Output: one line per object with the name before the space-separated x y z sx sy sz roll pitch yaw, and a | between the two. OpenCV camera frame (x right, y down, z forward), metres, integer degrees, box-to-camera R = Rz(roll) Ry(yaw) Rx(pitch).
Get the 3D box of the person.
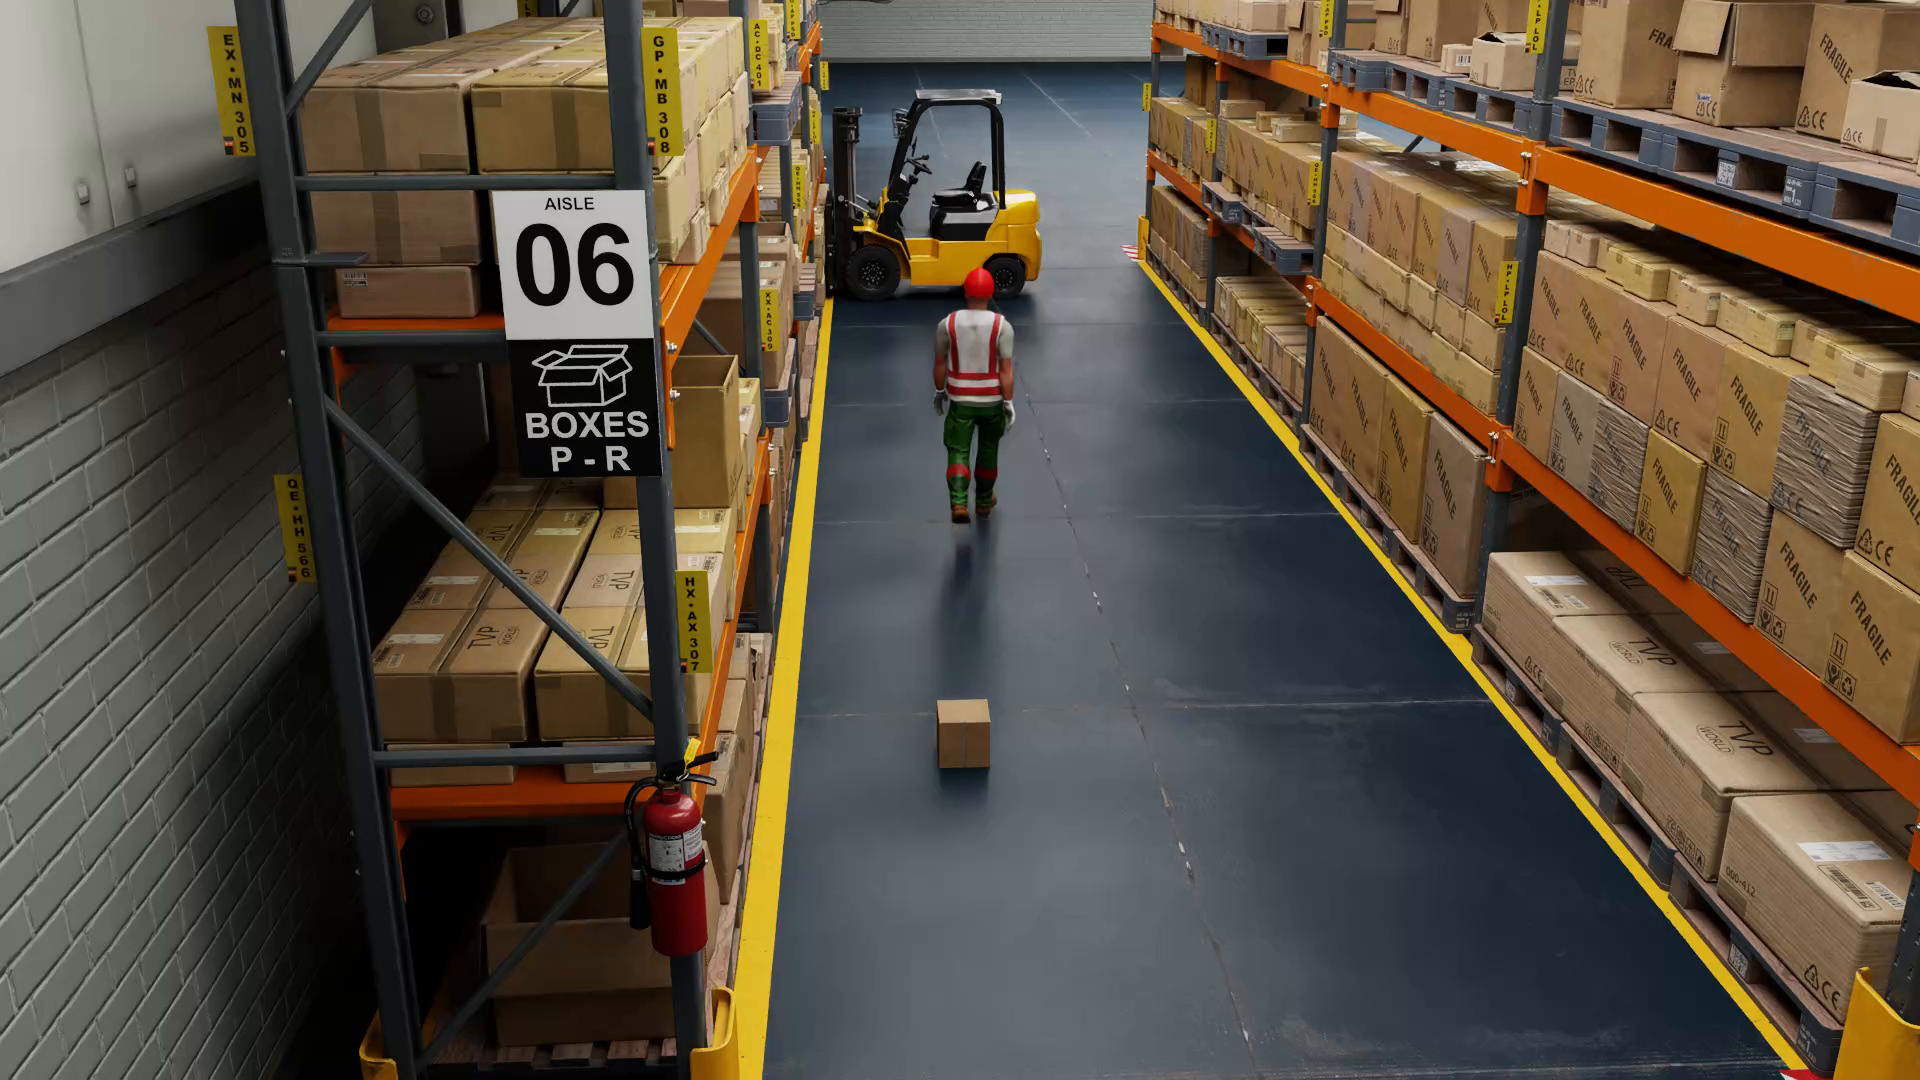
person | 0.091 -0.943 11.092 0.567 1.760 0.929 2 20 4
